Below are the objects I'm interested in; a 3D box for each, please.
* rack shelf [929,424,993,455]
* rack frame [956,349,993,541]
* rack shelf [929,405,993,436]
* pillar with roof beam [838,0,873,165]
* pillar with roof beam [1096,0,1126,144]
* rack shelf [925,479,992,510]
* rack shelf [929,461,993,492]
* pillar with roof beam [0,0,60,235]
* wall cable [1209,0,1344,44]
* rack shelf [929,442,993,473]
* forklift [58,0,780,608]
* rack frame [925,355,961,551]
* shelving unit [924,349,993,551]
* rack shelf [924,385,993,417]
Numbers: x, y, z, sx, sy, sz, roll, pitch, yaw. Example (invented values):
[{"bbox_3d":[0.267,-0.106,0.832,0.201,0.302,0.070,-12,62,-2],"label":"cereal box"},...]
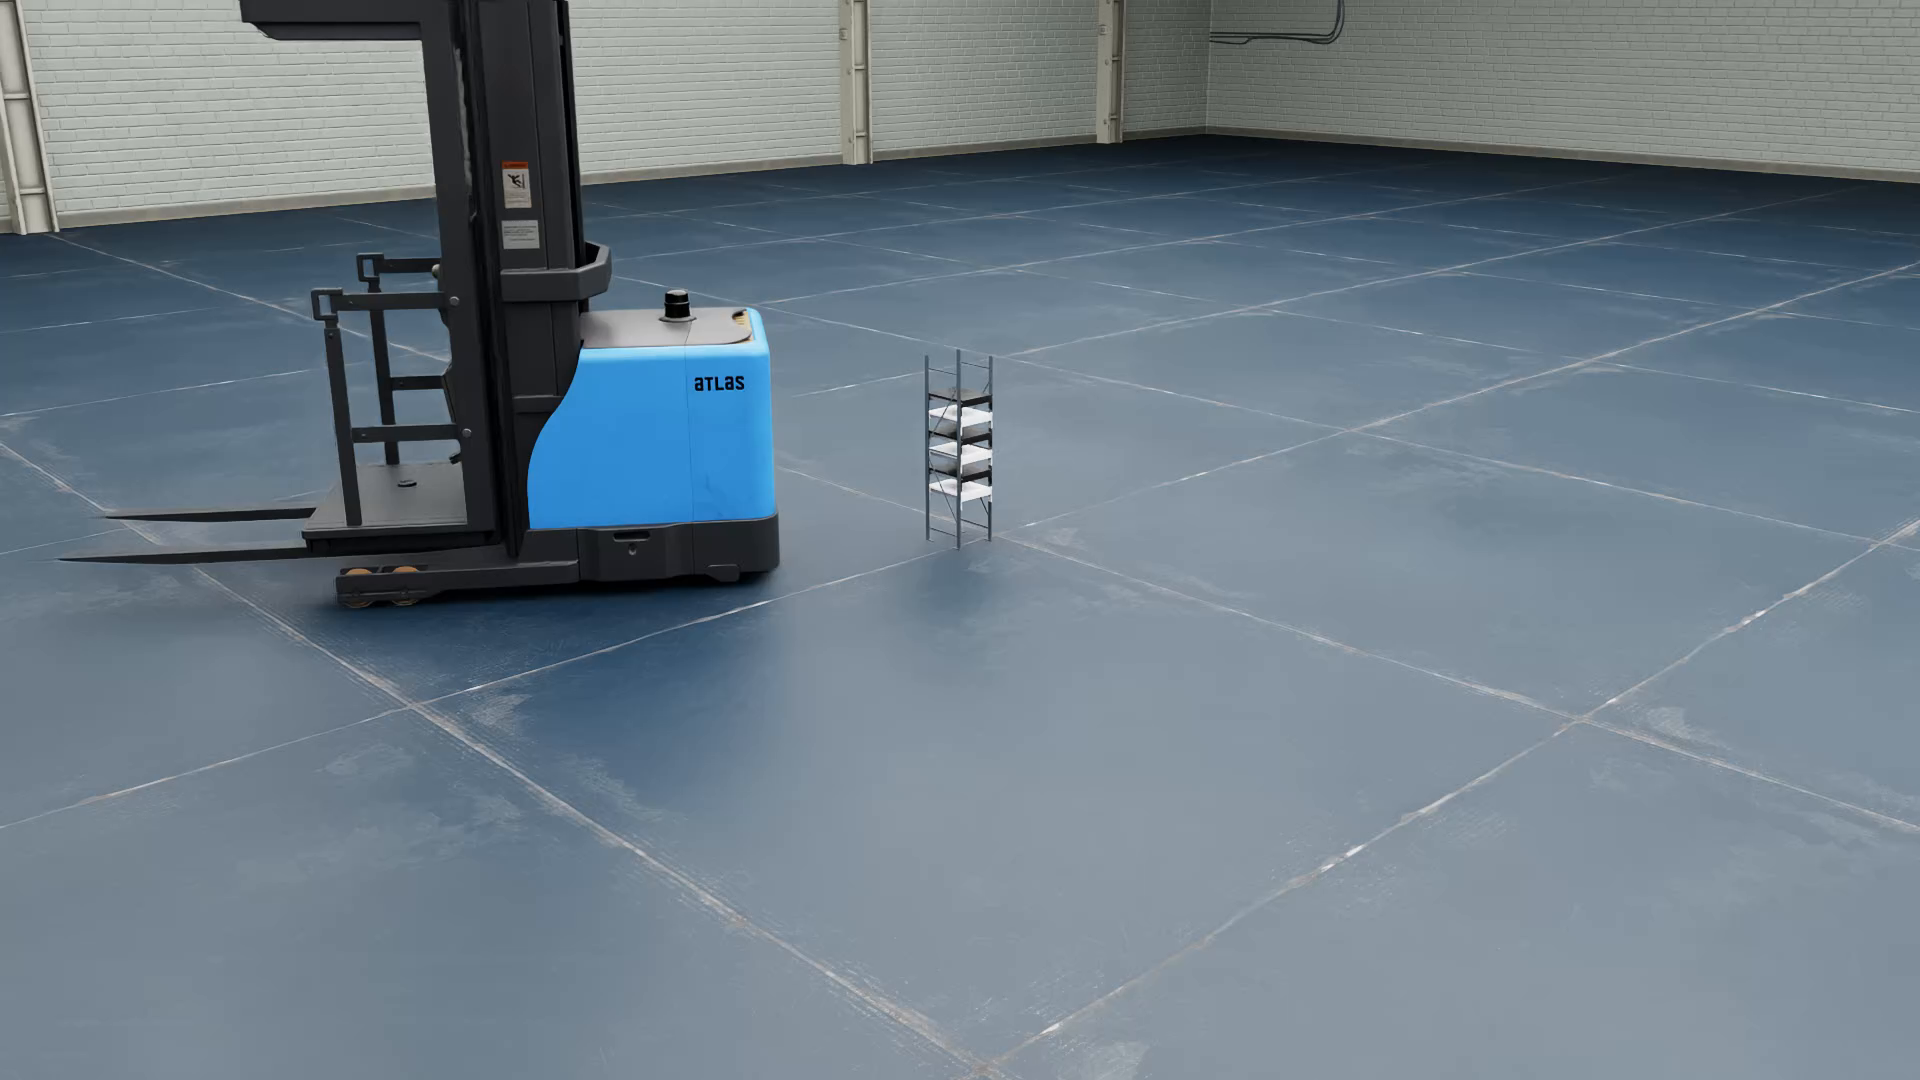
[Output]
[{"bbox_3d":[-0.006,-0.480,7.823,0.200,0.077,0.258,-16,24,-41],"label":"rack shelf"},{"bbox_3d":[0.068,-0.448,7.907,0.006,0.900,0.240,-16,24,-41],"label":"rack frame"},{"bbox_3d":[-0.006,-0.566,7.795,0.200,0.077,0.258,-16,24,-41],"label":"rack shelf"},{"bbox_3d":[1.323,-9.315,22.124,0.400,9.000,9.100,-16,24,-41],"label":"pillar with roof beam"},{"bbox_3d":[5.683,-10.586,26.046,0.400,9.000,9.100,-16,24,-41],"label":"pillar with roof beam"},{"bbox_3d":[-0.006,-0.223,7.906,0.200,0.077,0.258,-16,24,-41],"label":"rack shelf"},{"bbox_3d":[-0.006,-0.309,7.879,0.200,0.077,0.258,-16,24,-41],"label":"rack shelf"},{"bbox_3d":[-7.396,-6.772,14.282,0.400,9.000,9.100,-16,24,-41],"label":"pillar with roof beam"},{"bbox_3d":[5.774,-10.402,30.511,0.112,2.526,3.097,-16,24,-41],"label":"wall cable"},{"bbox_3d":[-0.006,-0.395,7.851,0.200,0.077,0.258,-16,24,-41],"label":"rack shelf"},{"bbox_3d":[-2.367,-1.278,7.175,3.031,2.935,1.130,-3,18,-9],"label":"forklift"},{"bbox_3d":[-0.080,-0.405,7.774,0.006,0.900,0.240,-16,24,-41],"label":"rack frame"},{"bbox_3d":[-0.006,-0.426,7.841,0.210,0.900,0.258,-16,24,-41],"label":"shelving unit"},{"bbox_3d":[-0.006,-0.651,7.768,0.200,0.077,0.258,-16,24,-41],"label":"rack shelf"}]
